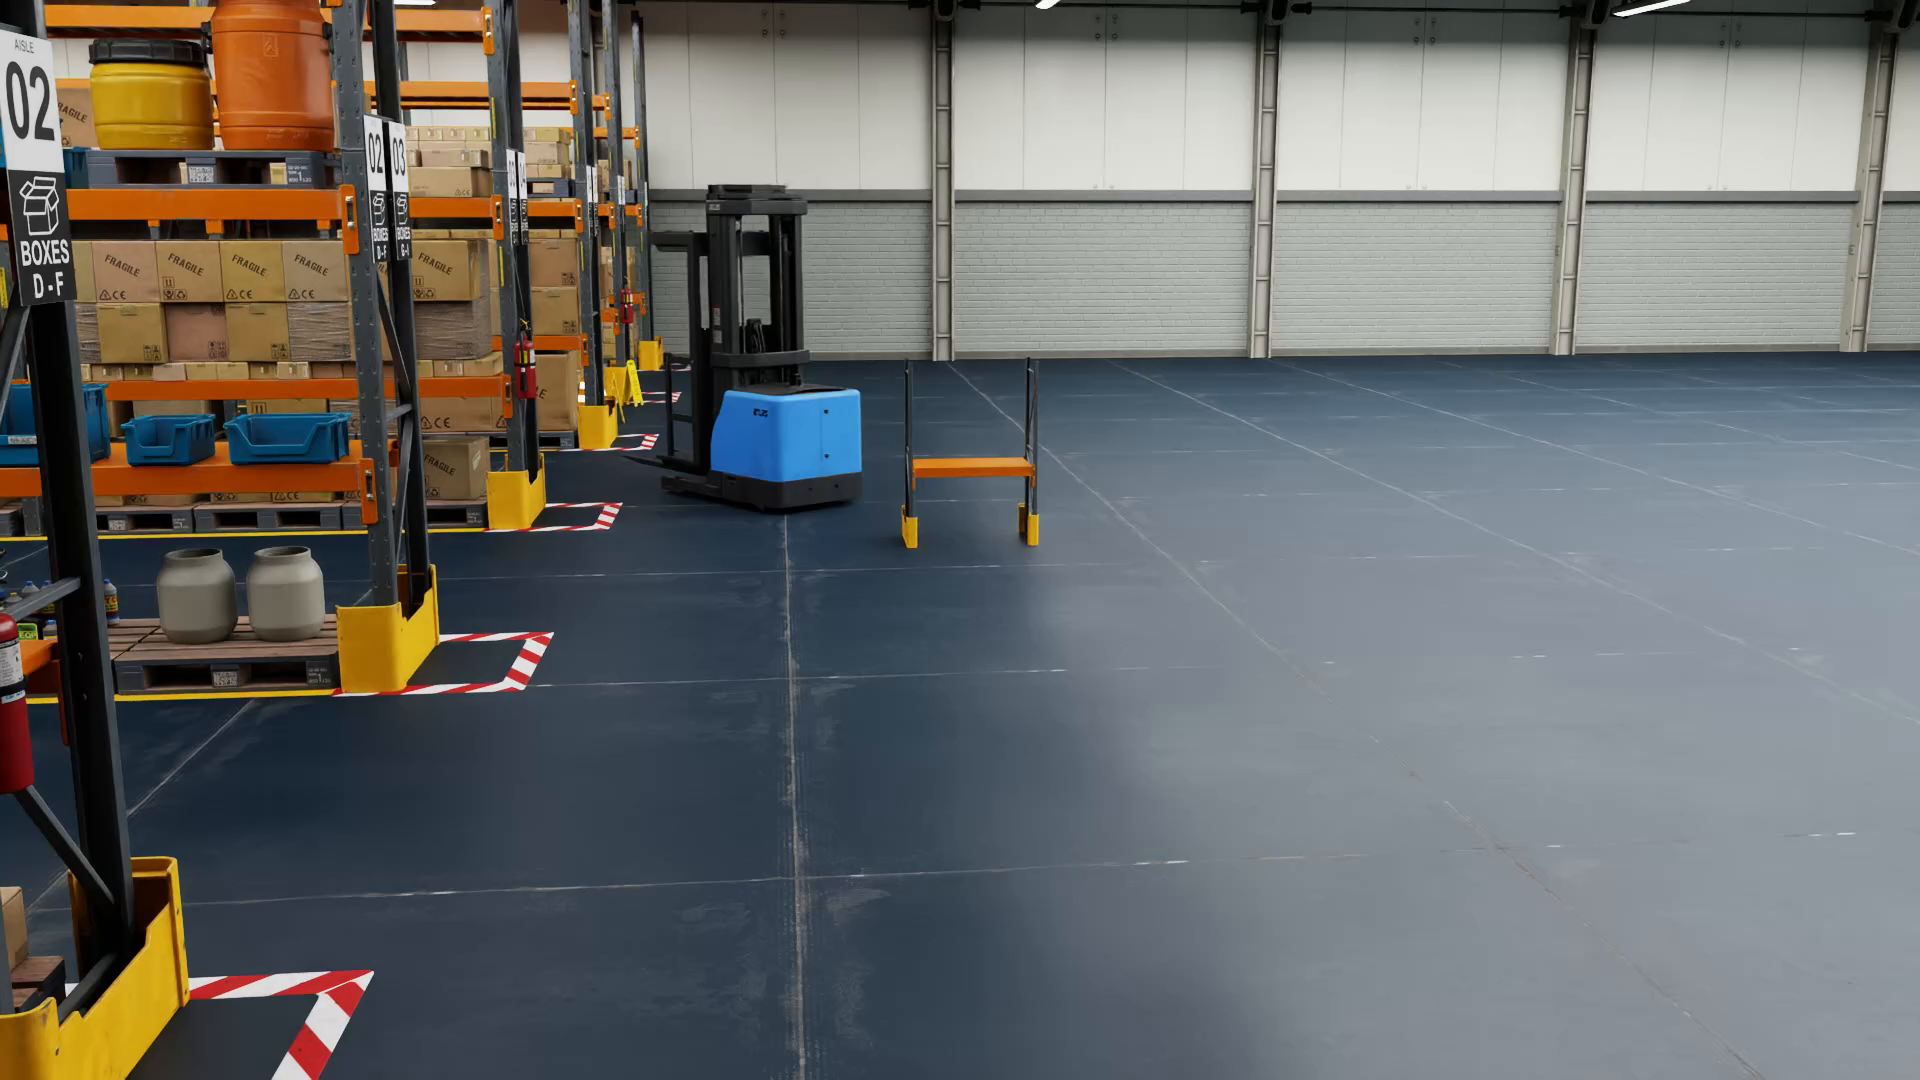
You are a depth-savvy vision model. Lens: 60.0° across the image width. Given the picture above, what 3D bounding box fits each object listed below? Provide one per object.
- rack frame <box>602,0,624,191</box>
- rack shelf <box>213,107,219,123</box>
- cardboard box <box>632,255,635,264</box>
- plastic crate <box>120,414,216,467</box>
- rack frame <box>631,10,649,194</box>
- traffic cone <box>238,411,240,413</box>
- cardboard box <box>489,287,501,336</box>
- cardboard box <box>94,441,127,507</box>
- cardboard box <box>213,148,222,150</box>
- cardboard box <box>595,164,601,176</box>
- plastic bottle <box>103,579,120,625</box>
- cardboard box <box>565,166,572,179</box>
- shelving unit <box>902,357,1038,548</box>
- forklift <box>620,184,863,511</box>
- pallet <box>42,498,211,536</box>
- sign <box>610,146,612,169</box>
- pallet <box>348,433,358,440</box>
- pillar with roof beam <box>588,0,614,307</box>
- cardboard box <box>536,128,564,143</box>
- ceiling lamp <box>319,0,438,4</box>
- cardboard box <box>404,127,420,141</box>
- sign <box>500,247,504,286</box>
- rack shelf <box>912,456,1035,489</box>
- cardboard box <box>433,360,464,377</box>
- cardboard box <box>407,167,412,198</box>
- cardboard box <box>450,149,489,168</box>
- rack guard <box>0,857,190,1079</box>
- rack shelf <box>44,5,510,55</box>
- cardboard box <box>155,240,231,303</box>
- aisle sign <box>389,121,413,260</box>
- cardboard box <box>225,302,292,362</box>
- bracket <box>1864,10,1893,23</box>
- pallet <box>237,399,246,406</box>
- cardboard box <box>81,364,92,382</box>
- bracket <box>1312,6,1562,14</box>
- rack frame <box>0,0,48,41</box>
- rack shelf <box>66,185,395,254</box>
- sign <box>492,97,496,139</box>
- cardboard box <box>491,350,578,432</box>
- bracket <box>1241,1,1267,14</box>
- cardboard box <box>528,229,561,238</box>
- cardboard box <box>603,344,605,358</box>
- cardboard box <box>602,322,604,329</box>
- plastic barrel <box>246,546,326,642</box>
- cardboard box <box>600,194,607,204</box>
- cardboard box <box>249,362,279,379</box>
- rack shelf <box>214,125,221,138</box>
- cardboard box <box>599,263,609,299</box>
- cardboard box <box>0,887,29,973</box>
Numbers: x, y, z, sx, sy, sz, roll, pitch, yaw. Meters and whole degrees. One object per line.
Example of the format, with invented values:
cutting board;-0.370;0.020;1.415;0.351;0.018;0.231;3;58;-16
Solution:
rack frame;-4.949;-6.520;23.703;0.127;3.000;1.000;-1;11;-6
rack shelf;-10.914;-5.845;23.175;4.000;0.370;1.077;-1;11;-6
cardboard box;-5.854;-4.938;29.268;0.250;0.149;0.380;-1;11;-8
plastic crate;-4.455;-0.572;9.389;0.408;0.251;0.499;-1;11;-6
rack frame;-5.488;-7.471;28.544;0.127;3.000;1.000;-1;11;-6
traffic cone;-10.007;-1.954;22.605;0.334;0.463;0.336;-1;11;-6
cardboard box;-5.222;-2.670;19.286;0.550;0.550;0.875;-1;11;-6
cardboard box;-7.453;-0.572;14.395;0.500;0.500;0.500;-2;11;-8
cardboard box;-6.206;-3.168;13.786;0.250;0.149;0.380;-1;11;-7
cardboard box;-5.253;-5.252;23.616;0.250;0.149;0.380;-1;11;-6
plastic bottle;-5.180;0.375;10.116;0.097;0.271;0.097;0;11;0
cardboard box;-4.689;-4.287;19.425;0.250;0.149;0.380;-1;11;-6
shelving unit;0.076;-0.738;13.731;1.083;1.500;0.587;-1;11;-6
forklift;-2.262;-1.927;16.072;1.130;2.935;3.031;-10;15;-41
pallet;-7.191;-0.245;14.565;1.213;0.211;1.003;-1;11;-6
sign;-4.909;-5.375;23.363;0.005;0.325;0.100;-1;11;-6
pallet;-7.526;-1.178;19.313;1.213;0.211;1.003;-1;11;-6
pillar with roof beam;-5.813;-6.804;25.150;0.548;9.000;9.100;-1;11;-6
cardboard box;-4.612;-4.552;18.705;0.250;0.149;0.380;-1;11;-6
ceiling lamp;-9.090;-9.834;25.428;2.000;3.185;0.800;-1;11;-6
cardboard box;-6.128;-4.520;18.543;0.250;0.149;0.380;-1;11;-6
sign;-3.838;-2.292;13.929;0.005;0.325;0.100;-1;11;-6
rack shelf;0.085;-0.561;13.767;1.000;0.185;0.538;-1;11;-6
cardboard box;-4.388;-1.502;14.381;0.250;0.149;0.380;-1;11;-6
cardboard box;-4.826;-3.004;13.985;0.500;0.250;0.500;-1;11;-6
cardboard box;-4.121;-3.204;13.967;0.250;0.149;0.380;-1;11;-6
rack guard;-2.789;1.450;5.194;0.348;0.500;1.175;-1;11;-6
rack shelf;-5.867;-4.223;13.894;4.000;0.370;1.077;-1;11;-6
cardboard box;-6.386;-2.259;13.962;0.500;0.500;0.500;-1;11;-6
aisle sign;-3.304;-2.059;9.826;0.004;0.787;0.394;-1;11;-6
cardboard box;-5.912;-1.821;14.322;0.500;0.500;0.875;-1;11;-6
bracket;17.207;-9.819;31.155;0.430;0.232;0.235;-1;11;-6
pallet;-9.699;-2.108;24.043;1.213;0.211;1.003;-1;11;-6
cardboard box;-7.359;-1.418;13.958;0.250;0.149;0.380;-1;11;-6
bracket;8.681;-9.641;30.247;4.783;0.066;0.076;-1;11;-6
rack frame;-2.812;-2.719;4.372;0.127;3.000;1.000;-1;11;-6
rack shelf;-5.332;-1.803;9.351;4.000;0.370;1.077;-1;11;-6
sign;-3.838;-3.475;13.696;0.005;0.325;0.100;-1;11;-6
cardboard box;-4.981;-1.765;19.492;0.875;0.875;0.875;-1;11;-6
bracket;5.278;-9.569;29.884;0.430;0.232;0.235;-1;11;-6
cardboard box;-5.937;-4.200;23.833;0.500;0.500;0.700;-1;11;-6
cardboard box;-6.417;-3.306;28.946;0.500;0.250;0.500;-1;11;-6
cardboard box;-6.420;-3.794;28.838;0.500;0.250;0.500;-1;11;-5
plastic barrel;-3.990;0.317;9.838;0.421;0.512;0.421;0;11;0
cardboard box;-5.313;-4.980;24.298;0.250;0.149;0.380;-1;11;-6
cardboard box;-5.875;-1.463;14.187;0.250;0.149;0.380;-1;11;-6
rack shelf;-11.453;-6.797;28.017;4.000;0.370;1.077;-1;11;-6
cardboard box;-5.450;-3.814;24.464;0.500;0.500;0.500;-1;11;-7
cardboard box;-3.370;1.336;5.336;0.500;0.250;0.500;-1;11;-6
